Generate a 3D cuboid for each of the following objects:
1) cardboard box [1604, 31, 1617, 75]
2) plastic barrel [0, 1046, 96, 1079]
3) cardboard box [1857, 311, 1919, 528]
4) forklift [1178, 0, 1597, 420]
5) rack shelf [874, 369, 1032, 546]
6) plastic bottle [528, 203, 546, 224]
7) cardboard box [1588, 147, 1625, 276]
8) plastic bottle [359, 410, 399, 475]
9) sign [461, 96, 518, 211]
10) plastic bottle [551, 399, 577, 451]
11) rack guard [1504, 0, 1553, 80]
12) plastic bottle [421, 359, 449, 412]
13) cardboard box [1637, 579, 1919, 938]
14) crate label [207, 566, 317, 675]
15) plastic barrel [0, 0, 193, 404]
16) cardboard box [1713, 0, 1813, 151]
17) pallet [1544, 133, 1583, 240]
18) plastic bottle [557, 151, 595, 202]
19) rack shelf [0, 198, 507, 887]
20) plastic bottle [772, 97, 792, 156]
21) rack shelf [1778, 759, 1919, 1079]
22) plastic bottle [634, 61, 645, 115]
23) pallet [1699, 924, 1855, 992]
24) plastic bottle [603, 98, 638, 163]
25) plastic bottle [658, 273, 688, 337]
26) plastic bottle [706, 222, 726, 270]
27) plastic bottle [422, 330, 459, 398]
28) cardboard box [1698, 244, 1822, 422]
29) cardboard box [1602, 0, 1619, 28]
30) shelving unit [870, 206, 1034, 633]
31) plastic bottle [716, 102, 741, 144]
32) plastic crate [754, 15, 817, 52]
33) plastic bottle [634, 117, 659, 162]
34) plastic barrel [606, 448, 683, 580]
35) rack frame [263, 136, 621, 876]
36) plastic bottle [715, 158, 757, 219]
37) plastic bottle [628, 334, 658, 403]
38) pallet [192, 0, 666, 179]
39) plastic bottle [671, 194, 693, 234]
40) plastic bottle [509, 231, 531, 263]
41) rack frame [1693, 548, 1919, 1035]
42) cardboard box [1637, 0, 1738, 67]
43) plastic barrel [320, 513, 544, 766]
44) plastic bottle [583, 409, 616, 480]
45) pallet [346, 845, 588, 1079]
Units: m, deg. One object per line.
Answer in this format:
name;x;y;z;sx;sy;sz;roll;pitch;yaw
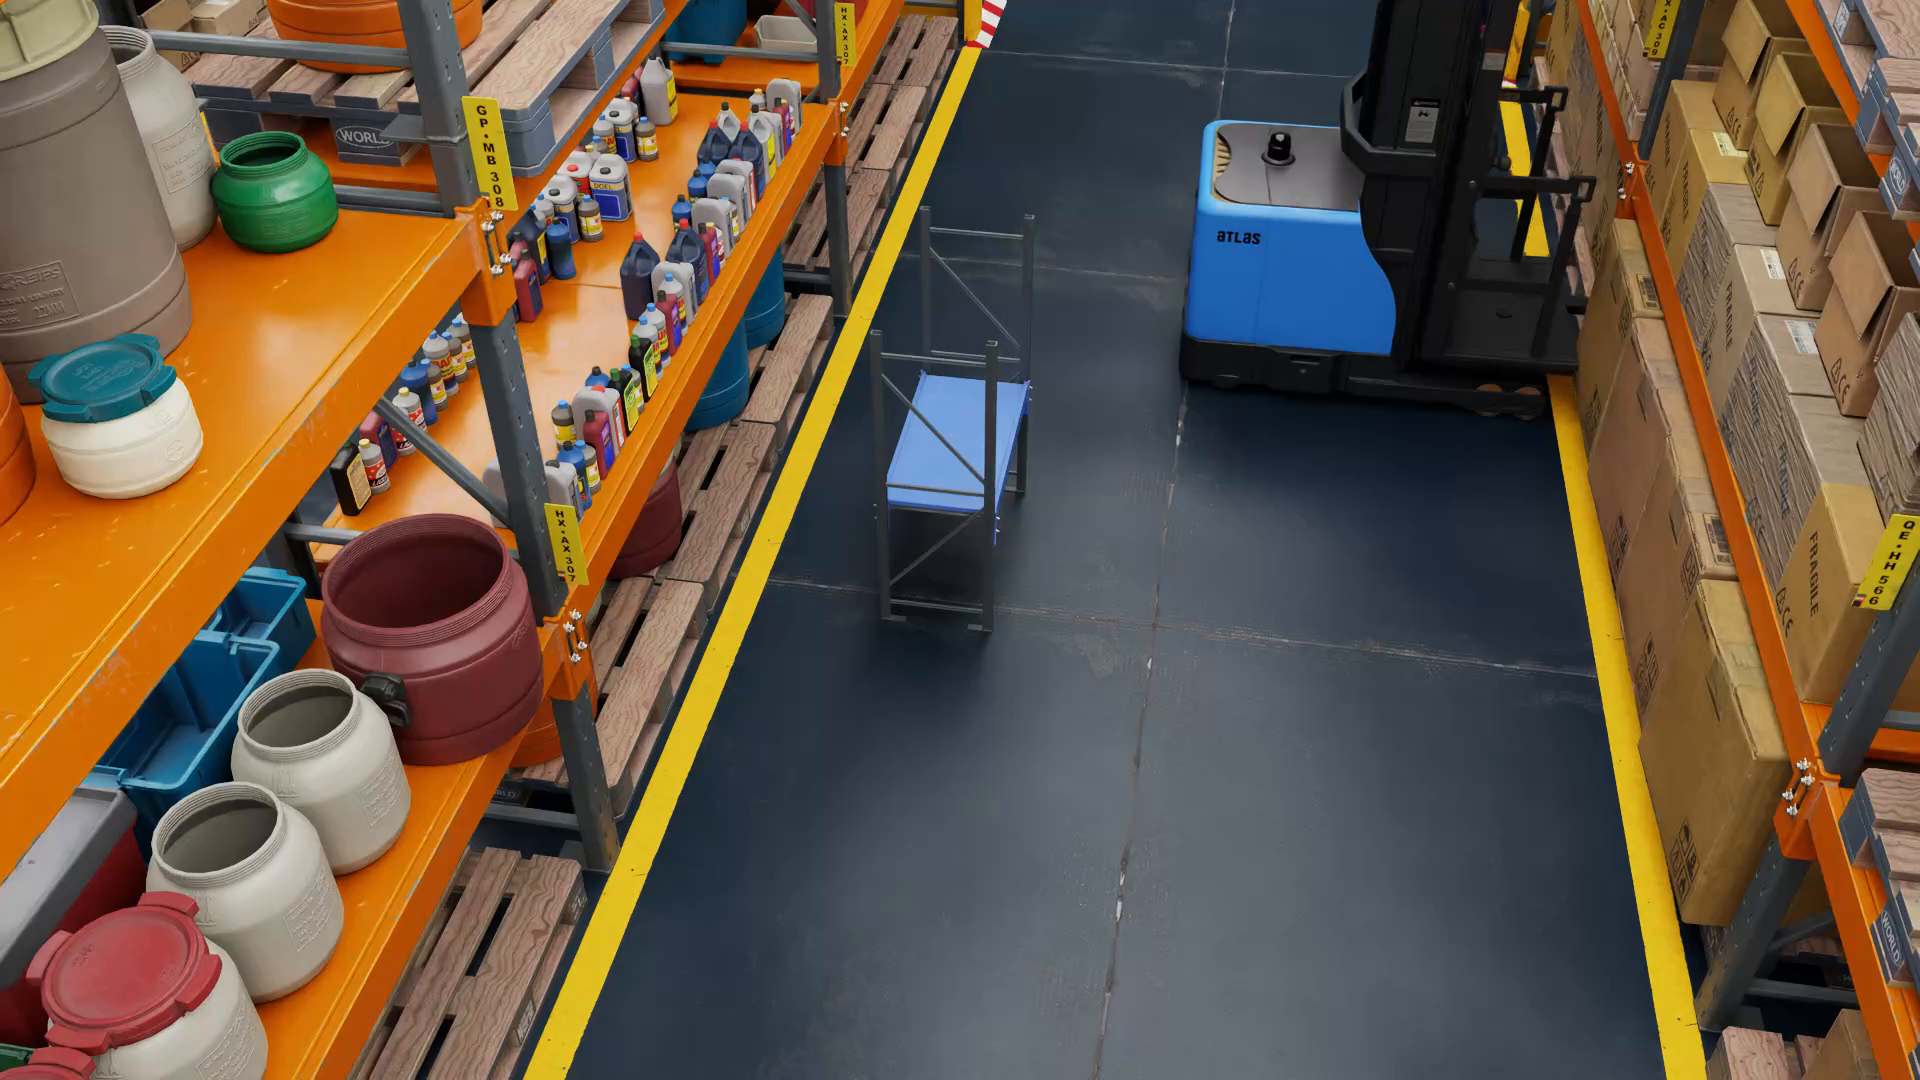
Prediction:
cardboard box;3.627;-2.556;8.782;0.380;0.149;0.250;7;40;9
plastic barrel;-1.991;1.444;3.640;0.433;0.535;0.433;0;40;0
cardboard box;3.214;-0.313;5.006;0.797;0.503;0.637;8;40;9
forklift;2.723;-2.116;8.106;3.031;2.935;1.130;5;40;7
rack shelf;-0.015;-0.386;7.419;0.538;0.185;1.000;6;40;8
plastic bottle;-1.835;-1.332;7.205;0.097;0.271;0.097;0;40;0
cardboard box;3.956;-1.690;8.875;0.875;0.875;0.875;6;40;8
plastic bottle;-2.117;-0.378;6.042;0.061;0.283;0.133;6;40;8
sign;-1.264;-1.037;4.475;0.100;0.325;0.005;6;40;8
plastic bottle;-1.460;-0.429;6.168;0.097;0.201;0.097;0;40;0
rack guard;4.460;-3.504;11.692;1.175;0.500;0.348;6;40;8
plastic bottle;-2.029;-0.600;6.375;0.097;0.201;0.097;0;40;0
cardboard box;3.211;0.795;5.869;1.225;0.875;0.875;5;40;6
crate label;-2.249;0.310;5.249;0.303;0.233;0.416;6;40;8
plastic barrel;-2.163;-0.835;3.755;0.600;0.901;0.600;0;40;0
cardboard box;3.661;-1.965;7.004;0.797;0.503;0.637;5;40;7
pallet;4.181;-2.103;10.225;1.003;0.211;1.213;6;40;8
plastic bottle;-1.731;-1.610;7.538;0.152;0.276;0.135;6;40;8
rack shelf;-2.153;0.399;3.221;1.077;0.370;4.000;6;40;8
plastic bottle;-0.860;-2.010;8.015;0.061;0.283;0.133;6;40;8
rack shelf;2.725;2.101;3.516;1.077;0.370;4.000;6;40;8
plastic bottle;-1.599;-2.260;8.317;0.061;0.283;0.133;6;40;8
pallet;3.282;1.157;6.282;1.003;0.211;1.213;6;40;8
plastic bottle;-1.634;-1.962;7.963;0.152;0.276;0.135;6;40;8
plastic bottle;-1.167;-0.958;6.753;0.097;0.271;0.097;0;40;0
plastic bottle;-1.072;-1.277;7.193;0.097;0.201;0.097;0;40;0
plastic bottle;-2.012;-0.688;6.426;0.097;0.271;0.097;0;40;0
cardboard box;3.180;-0.764;6.339;0.500;0.500;0.500;7;40;9
cardboard box;3.757;-2.950;8.945;0.500;0.250;0.500;7;40;9
shelving unit;-0.015;-0.524;7.304;0.538;1.500;1.048;6;40;8
plastic bottle;-1.094;-1.872;7.795;0.144;0.351;0.185;6;40;8
plastic crate;-0.894;-2.686;8.901;0.396;0.136;0.243;6;40;8
plastic bottle;-1.508;-1.931;7.984;0.097;0.201;0.097;0;40;0
plastic barrel;-1.544;-0.227;7.331;0.600;0.588;0.708;6;40;8
rack frame;-1.807;0.023;5.465;1.000;3.000;0.127;6;40;8
plastic bottle;-1.015;-1.611;7.539;0.152;0.276;0.135;6;40;8
plastic bottle;-1.226;-0.683;6.410;0.061;0.283;0.133;6;40;8
pallet;-1.578;-1.530;5.137;1.003;0.211;1.213;6;40;8
plastic bottle;-1.205;-1.381;7.265;0.097;0.271;0.097;0;40;0
plastic bottle;-1.845;-1.144;6.968;0.061;0.283;0.133;6;40;8
rack frame;3.071;0.569;4.805;1.000;3.000;0.127;6;40;8
cardboard box;3.579;-2.605;7.940;0.500;0.500;0.500;7;40;9
plastic barrel;-1.589;0.295;5.029;0.600;0.536;0.708;6;40;8
plastic bottle;-1.312;-0.370;6.031;0.061;0.283;0.133;6;40;8
pallet;-1.979;1.579;5.771;1.003;0.211;1.213;6;40;8
